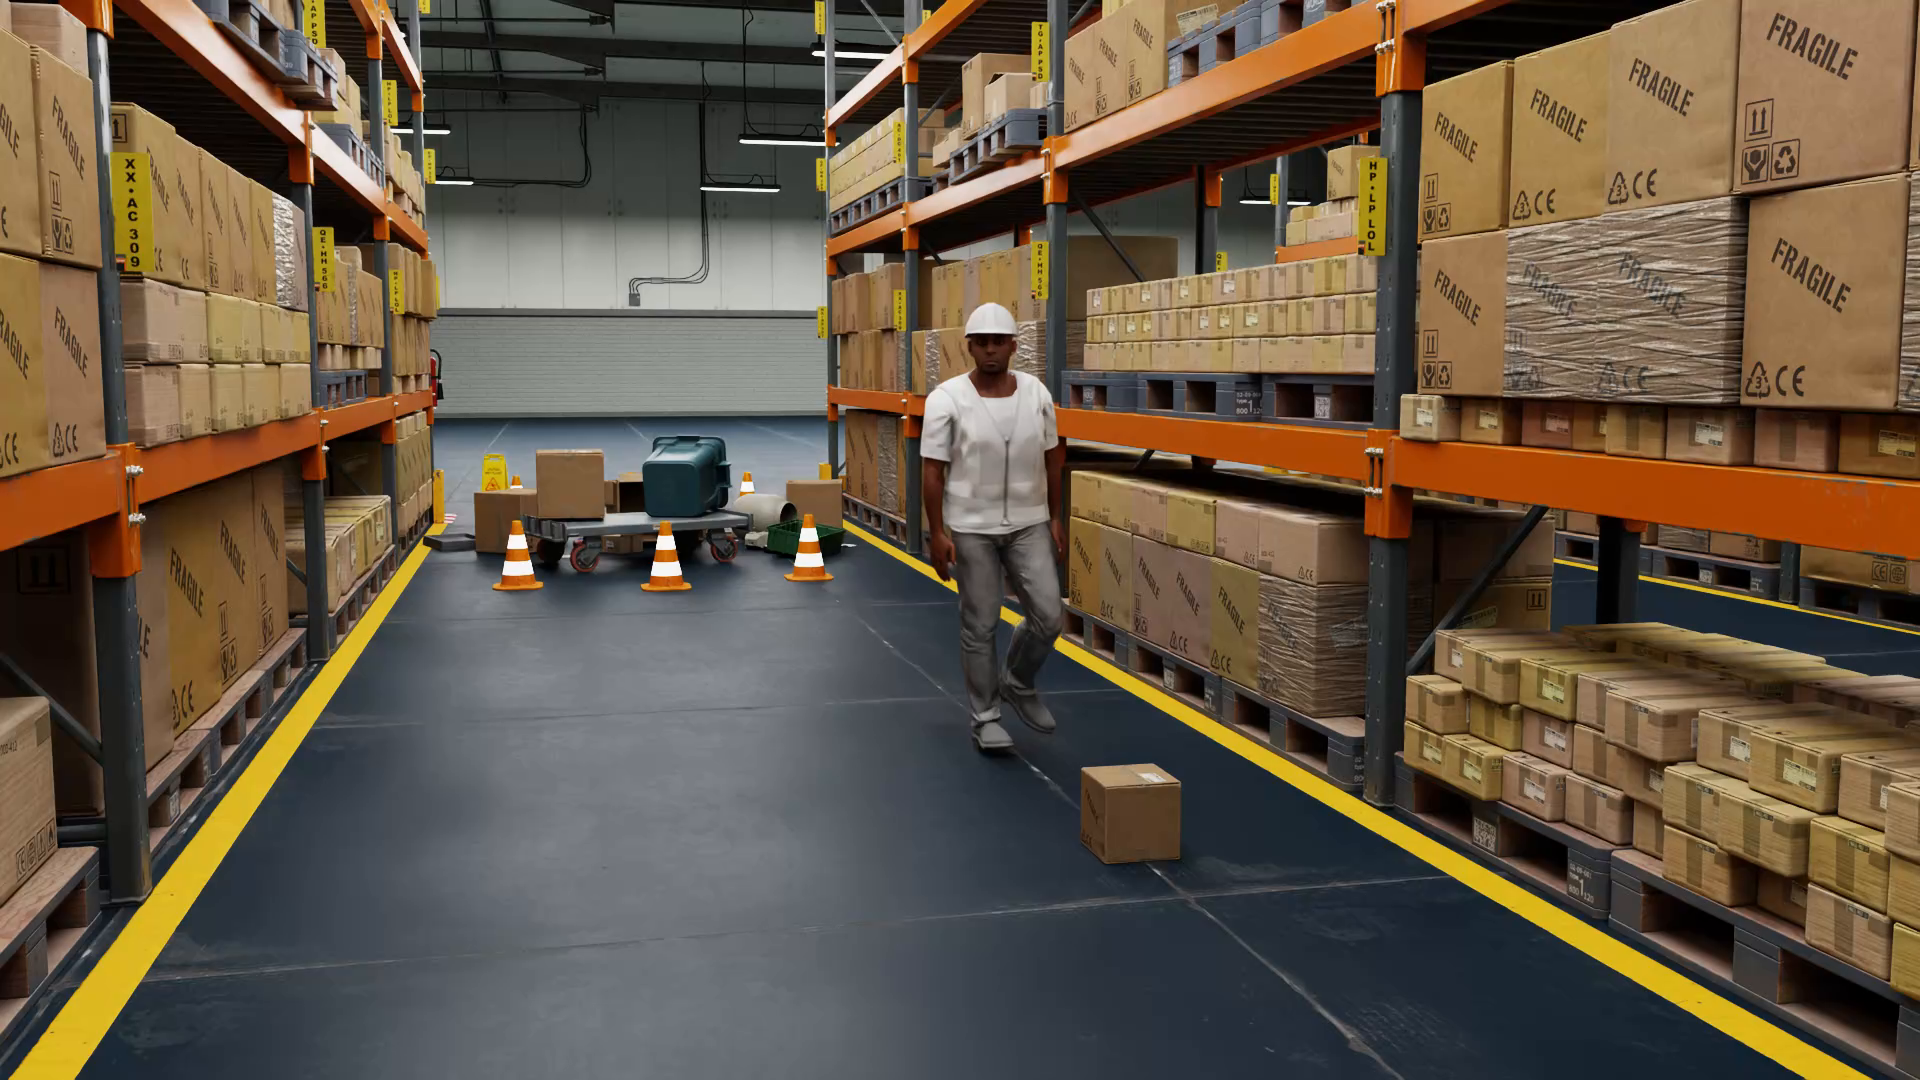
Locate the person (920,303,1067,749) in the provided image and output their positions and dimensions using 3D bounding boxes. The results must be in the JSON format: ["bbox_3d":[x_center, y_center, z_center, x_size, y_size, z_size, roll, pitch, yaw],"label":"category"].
[{"bbox_3d":[0.144,-0.047,6.565,0.615,1.754,0.474,-1,6,-13],"label":"person"}]
